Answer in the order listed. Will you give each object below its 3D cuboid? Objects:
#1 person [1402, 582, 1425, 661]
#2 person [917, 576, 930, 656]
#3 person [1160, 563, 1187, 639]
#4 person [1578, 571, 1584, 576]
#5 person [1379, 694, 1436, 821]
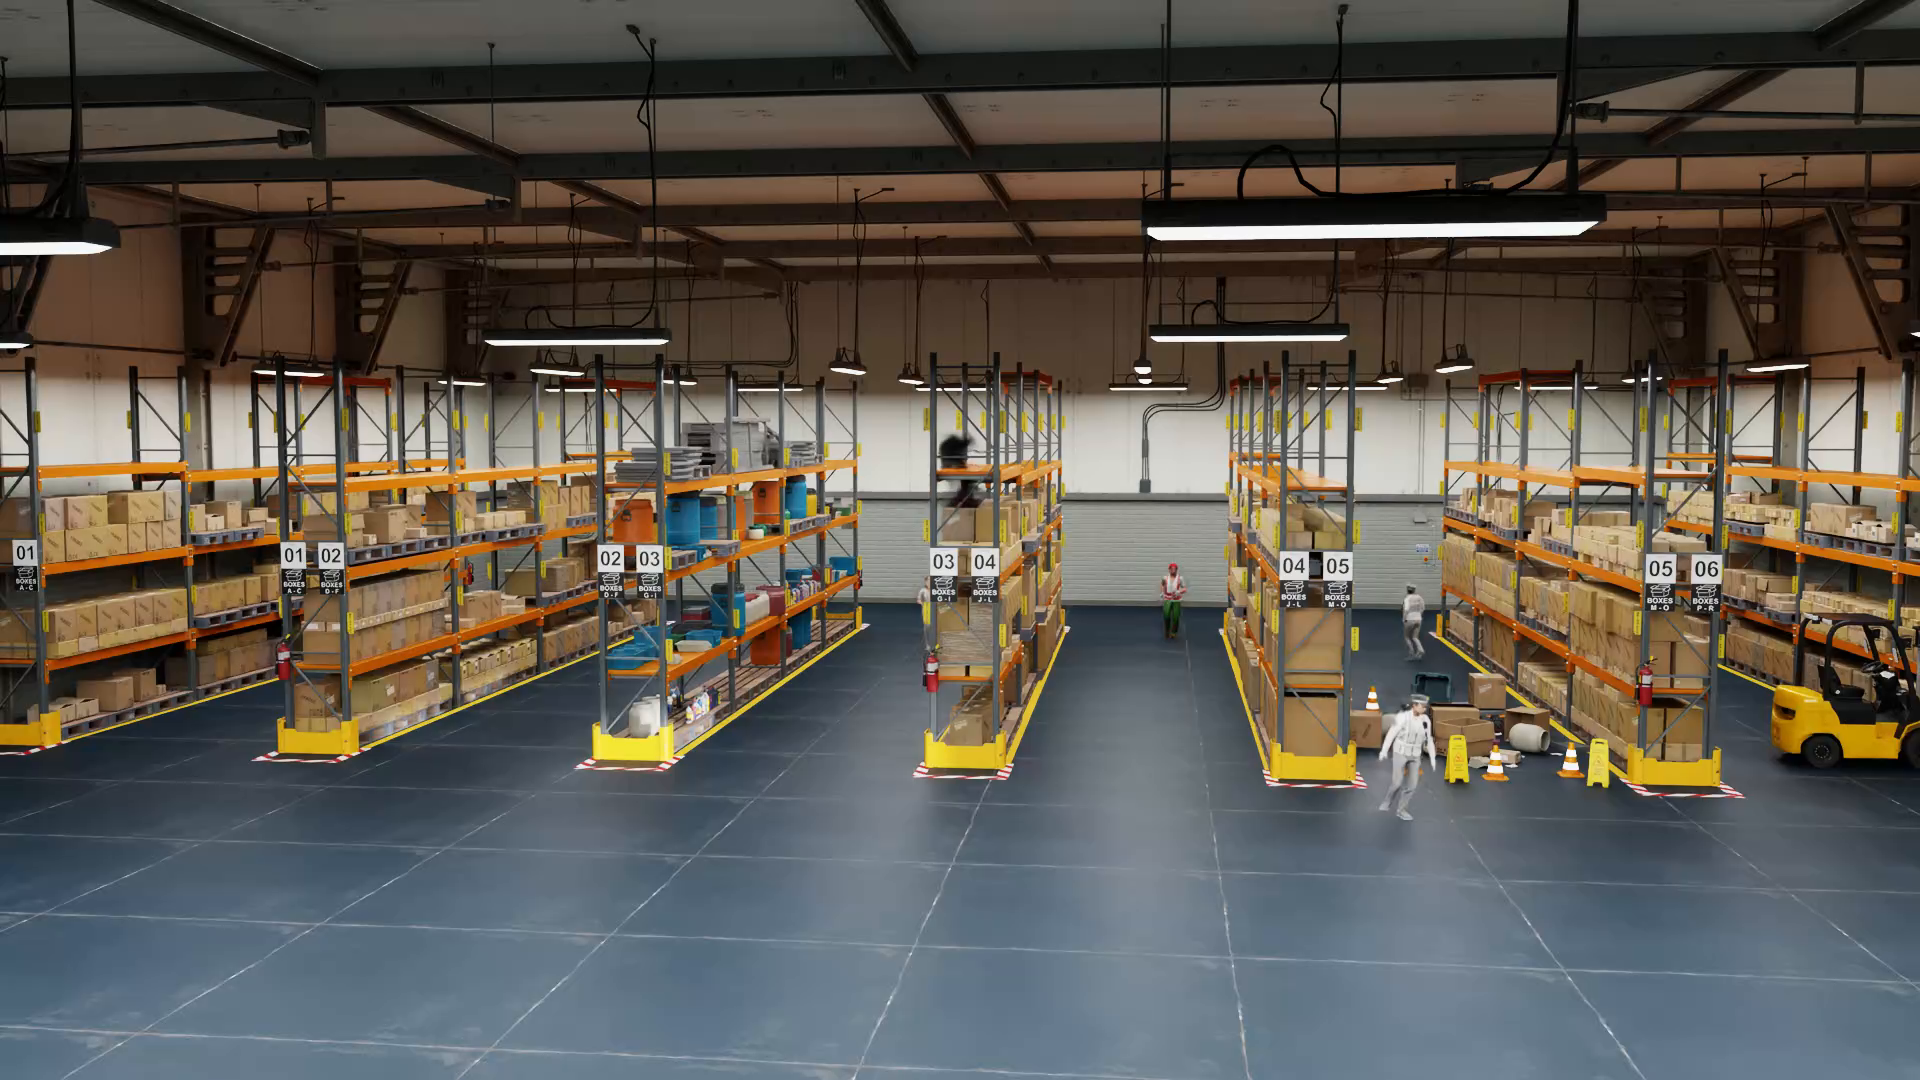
[{"bbox_3d":[9.515,1.737,34.695,0.602,1.661,0.720,-1,4,-16],"label":"person"},{"bbox_3d":[-0.648,1.630,35.849,0.529,1.722,0.839,0,4,4],"label":"person"},{"bbox_3d":[4.887,1.408,38.176,0.641,1.764,0.681,1,4,16],"label":"person"},{"bbox_3d":[14.160,1.468,38.003,0.931,1.603,0.663,2,5,26],"label":"person"},{"bbox_3d":[5.624,2.716,20.918,0.619,1.624,0.568,-1,4,-14],"label":"person"}]
